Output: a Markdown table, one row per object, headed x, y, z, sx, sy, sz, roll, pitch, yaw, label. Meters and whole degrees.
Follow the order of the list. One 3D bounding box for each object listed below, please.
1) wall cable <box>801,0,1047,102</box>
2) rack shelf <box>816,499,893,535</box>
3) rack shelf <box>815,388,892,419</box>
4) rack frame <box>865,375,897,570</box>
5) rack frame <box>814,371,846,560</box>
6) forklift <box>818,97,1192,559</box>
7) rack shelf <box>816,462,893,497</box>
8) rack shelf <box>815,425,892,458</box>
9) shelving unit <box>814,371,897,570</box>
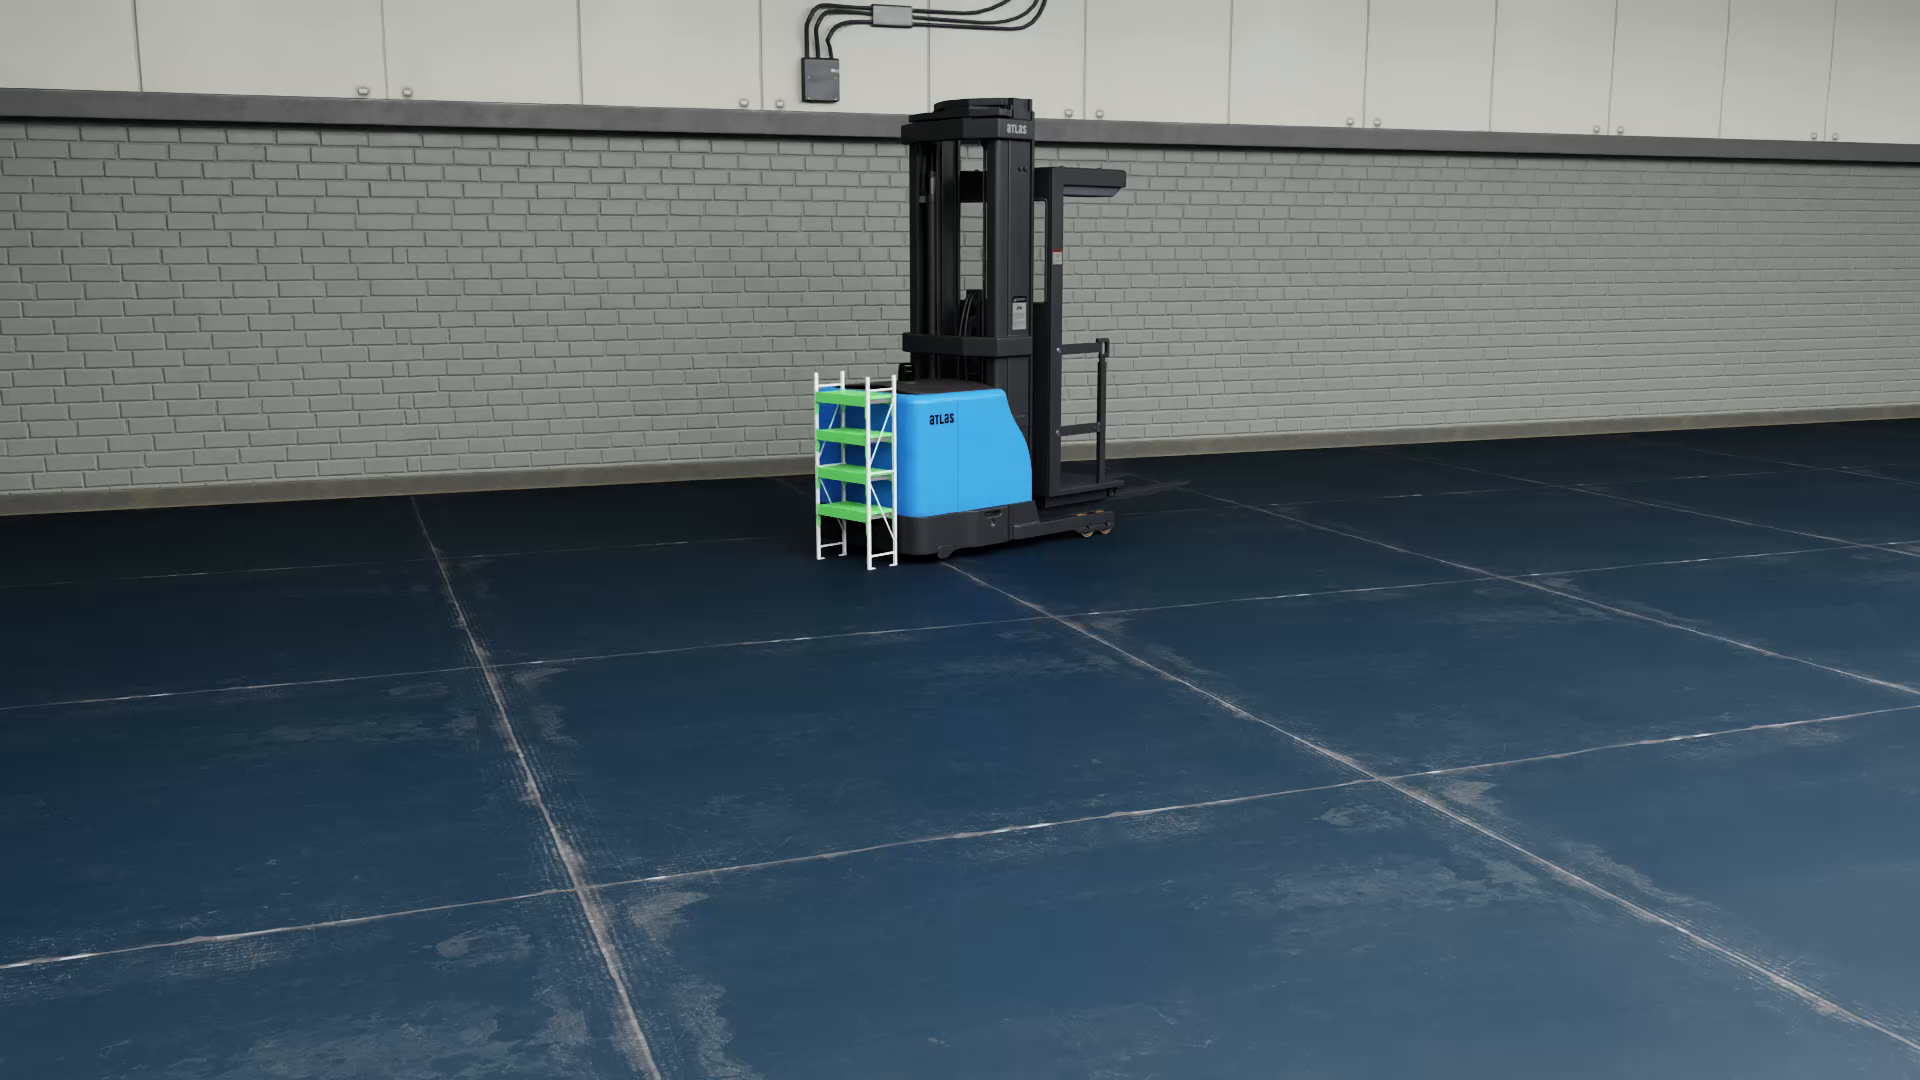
| x | y | z | sx | sy | sz | roll | pitch | yaw | label |
| --- | --- | --- | --- | --- | --- | --- | --- | --- | --- |
| -0.245 | -6.749 | 13.955 | 2.305 | 6.003 | 0.169 | -4 | 11 | -21 | wall cable |
| -0.660 | -0.149 | 10.568 | 0.258 | 0.148 | 0.480 | -10 | 14 | -44 | rack shelf |
| -0.660 | -0.858 | 10.442 | 0.258 | 0.148 | 0.480 | -10 | 14 | -44 | rack shelf |
| -0.488 | -0.418 | 10.345 | 0.240 | 1.200 | 0.015 | -10 | 14 | -44 | rack frame |
| -0.833 | -0.479 | 10.685 | 0.240 | 1.200 | 0.015 | -10 | 14 | -44 | rack frame |
| 0.447 | -1.520 | 11.594 | 3.031 | 2.935 | 1.130 | -10 | 14 | -44 | forklift |
| -0.660 | -0.386 | 10.526 | 0.258 | 0.148 | 0.480 | -10 | 14 | -44 | rack shelf |
| -0.660 | -0.622 | 10.484 | 0.258 | 0.148 | 0.480 | -10 | 14 | -44 | rack shelf |
| -0.660 | -0.448 | 10.515 | 0.258 | 1.200 | 0.503 | -10 | 14 | -44 | shelving unit |
